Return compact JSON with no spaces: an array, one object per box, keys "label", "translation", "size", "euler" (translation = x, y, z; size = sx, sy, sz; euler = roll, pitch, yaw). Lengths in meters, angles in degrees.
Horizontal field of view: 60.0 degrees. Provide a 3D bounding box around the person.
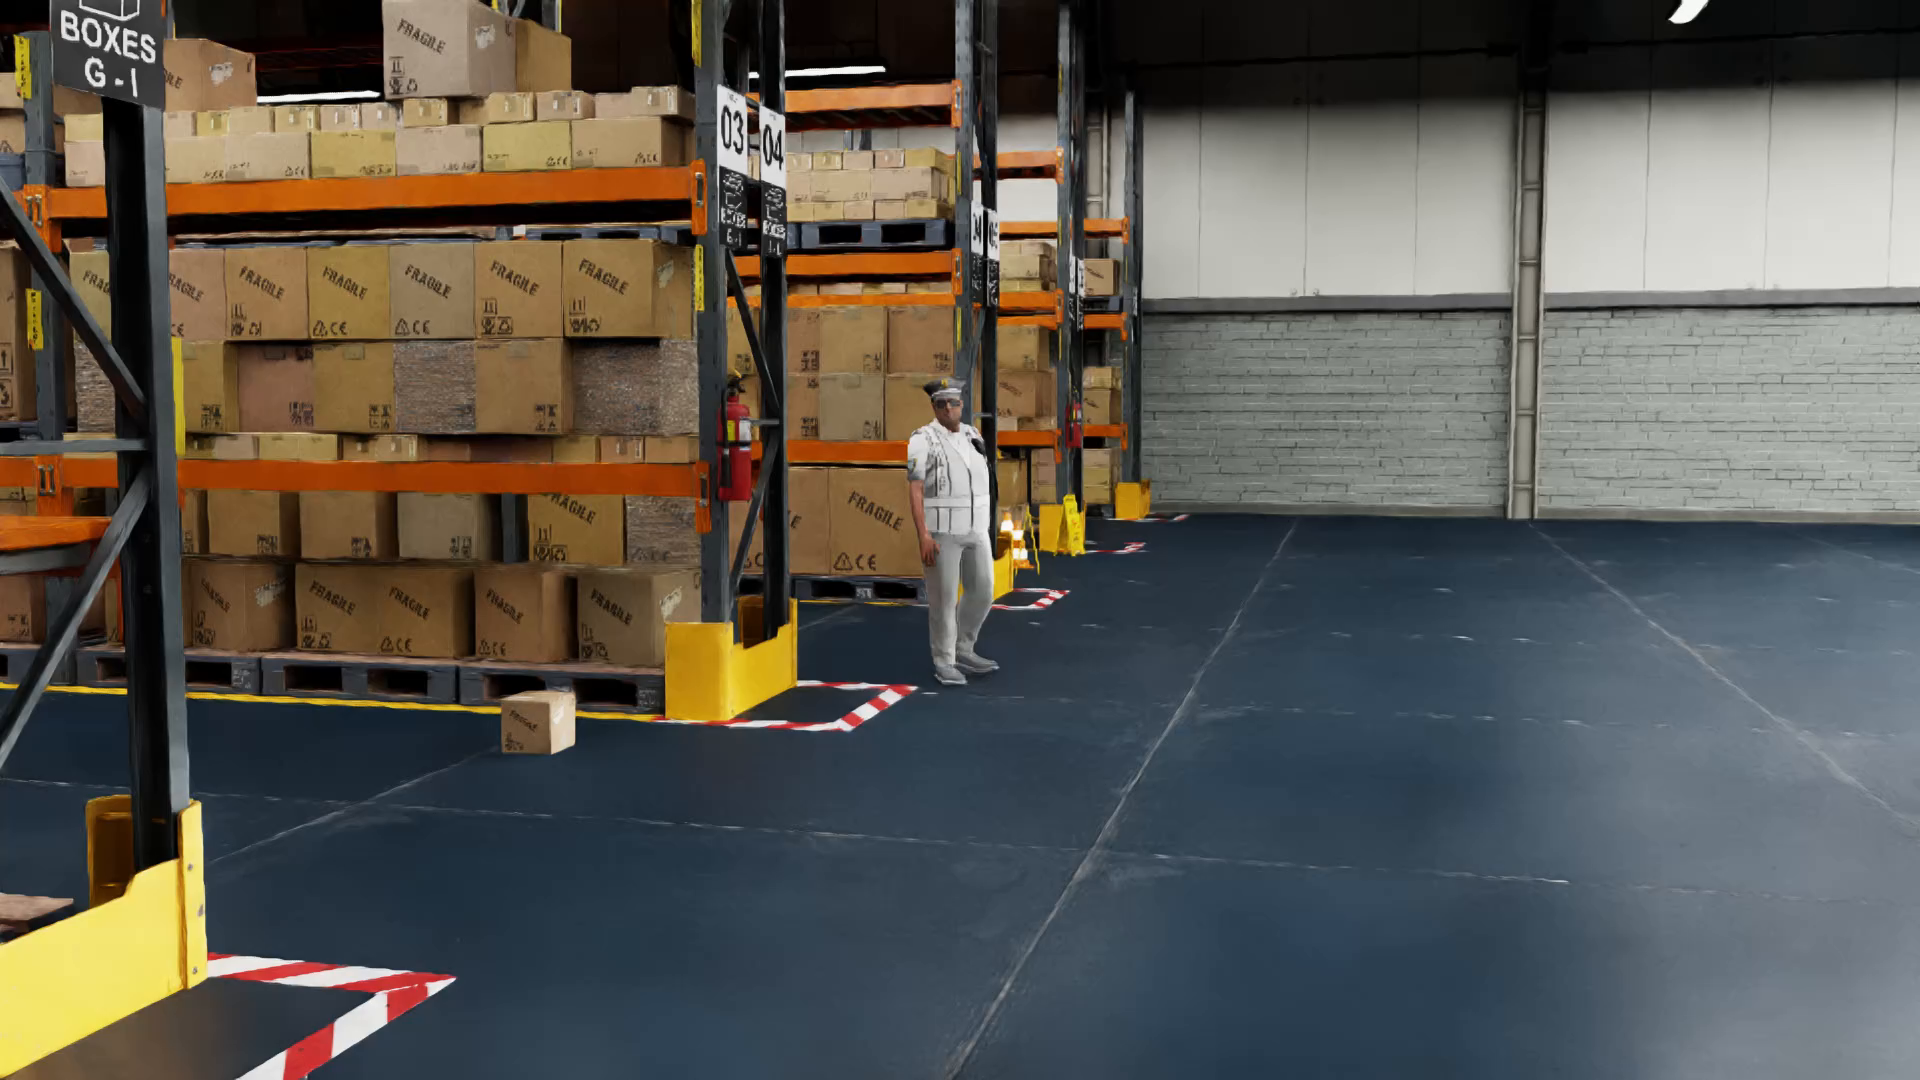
[{"label":"person","translation":[-0.025,-0.060,9.577],"size":[0.655,1.755,0.501],"euler":[-3,6,-36]}]
